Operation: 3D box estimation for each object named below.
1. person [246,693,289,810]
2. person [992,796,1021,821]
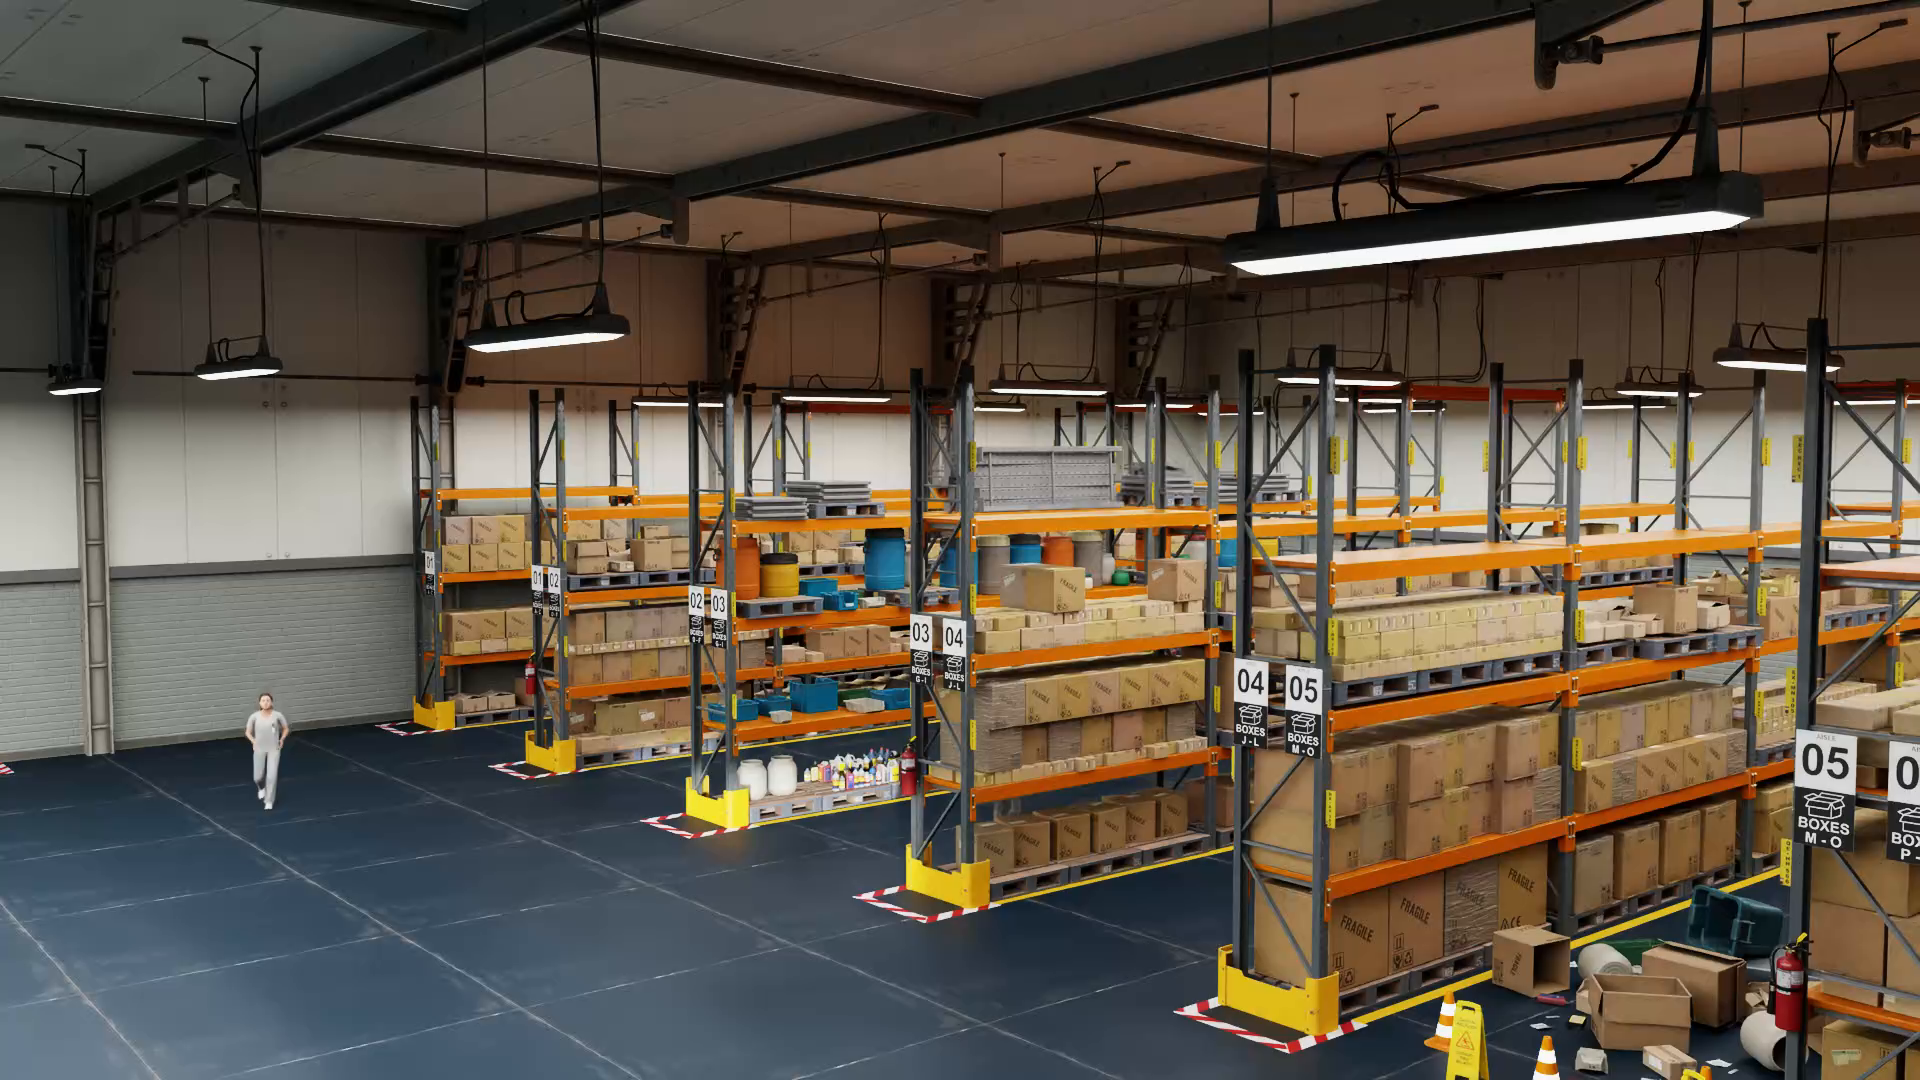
[{"bbox_3d":[-9.772,2.966,23.480,0.564,1.619,0.570,-1,4,-22],"label":"person"},{"bbox_3d":[0.641,2.993,22.630,0.600,1.683,0.717,2,4,34],"label":"person"}]
